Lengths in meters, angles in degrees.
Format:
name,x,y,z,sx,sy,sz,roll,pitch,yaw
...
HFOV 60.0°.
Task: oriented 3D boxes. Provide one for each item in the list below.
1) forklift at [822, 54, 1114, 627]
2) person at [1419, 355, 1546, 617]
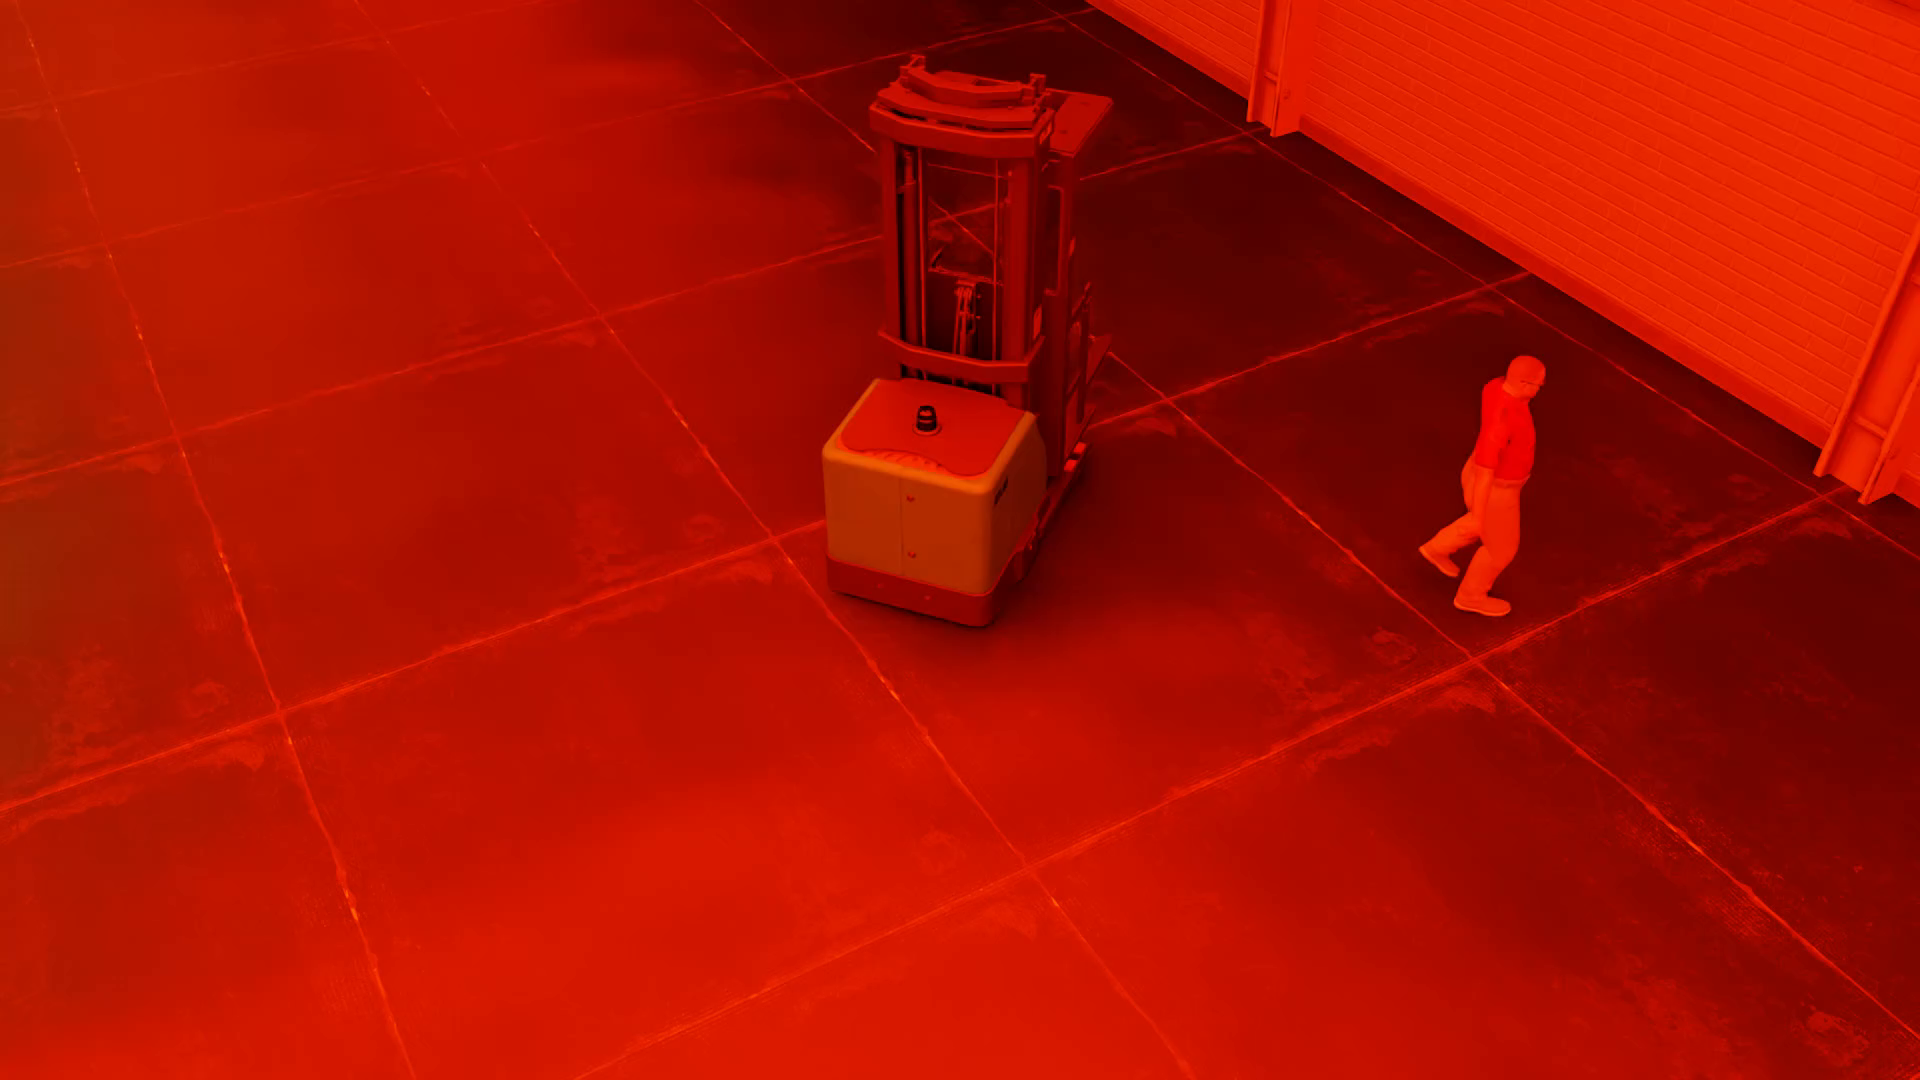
name,x,y,z,sx,sy,sz,roll,pitch,yaw
forklift,0.215,-1.573,9.933,1.130,2.935,3.031,14,42,16
person,2.999,-0.316,9.378,0.533,1.709,0.760,5,40,6
